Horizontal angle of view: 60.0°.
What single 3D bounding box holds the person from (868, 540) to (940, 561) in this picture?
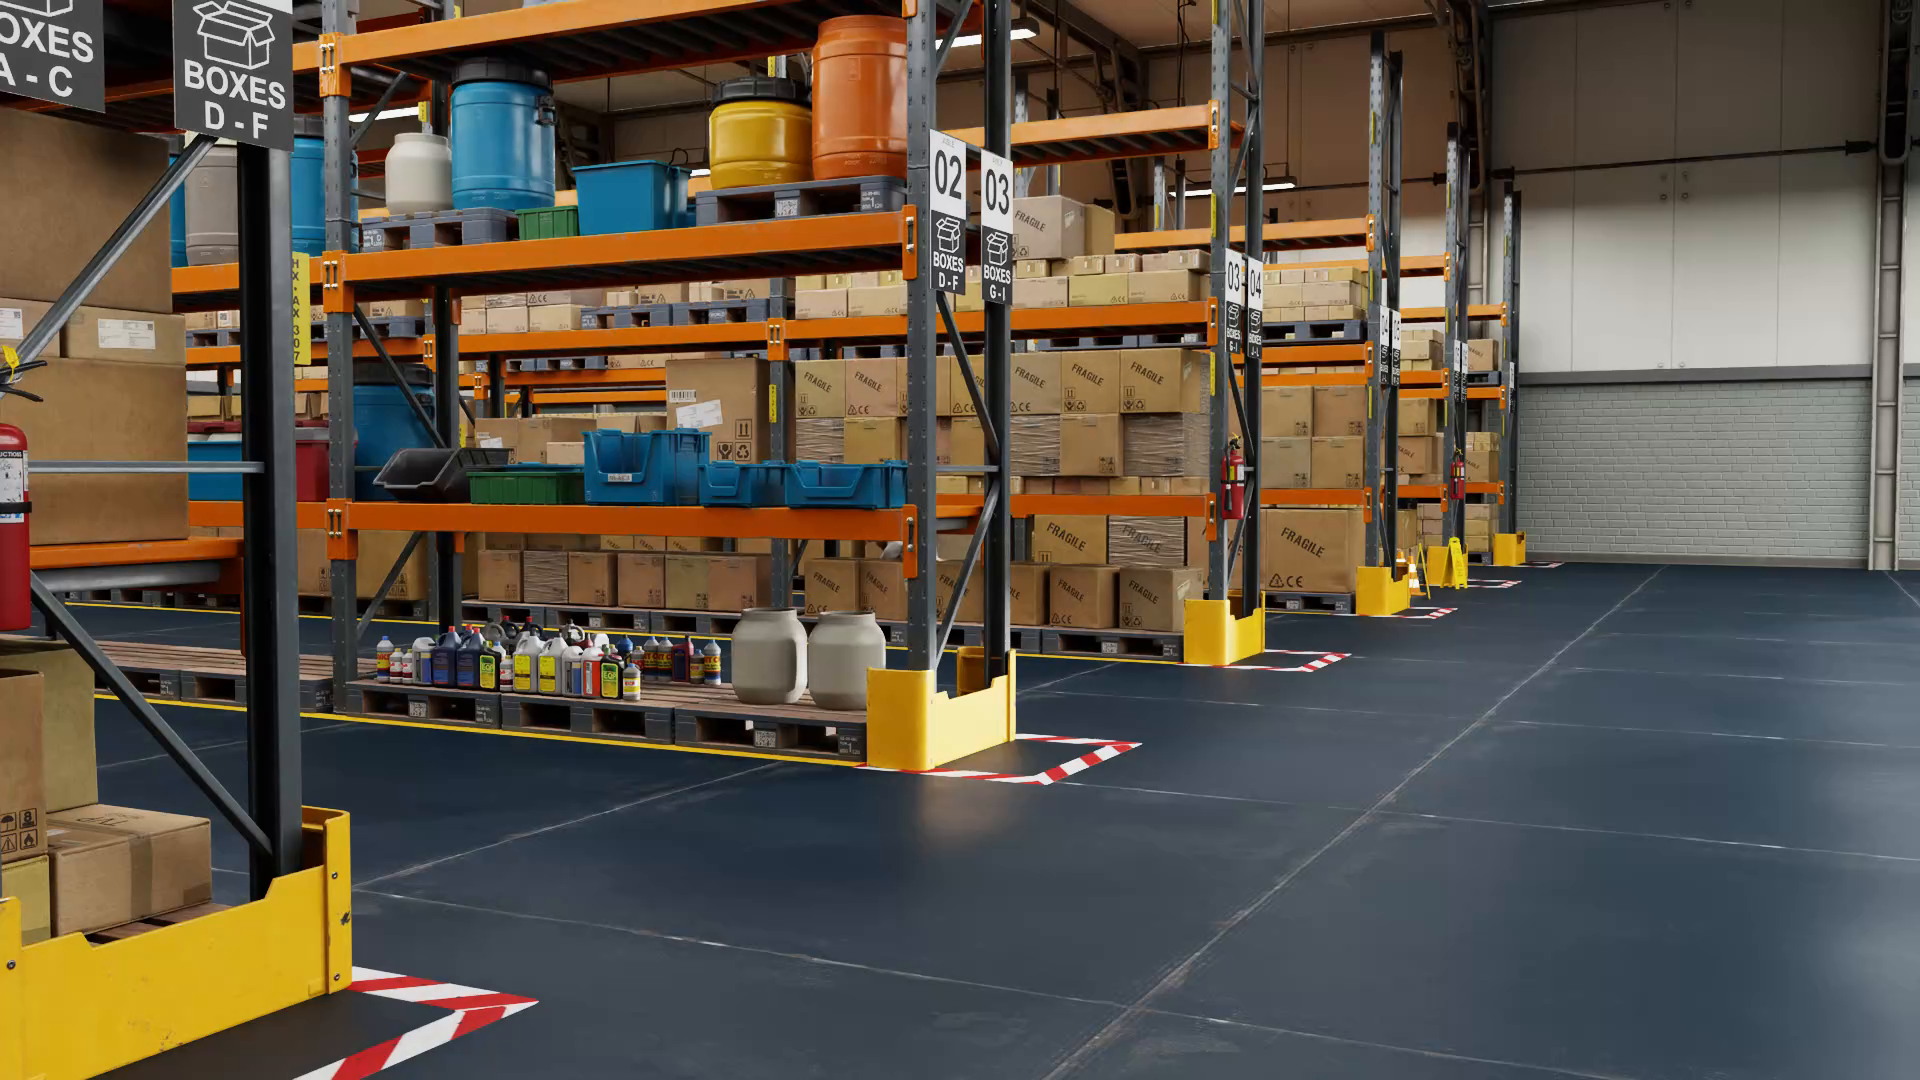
[{"bbox_3d":[-0.573,0.300,16.960,0.877,0.990,0.555,1,3,26],"label":"person"}]
